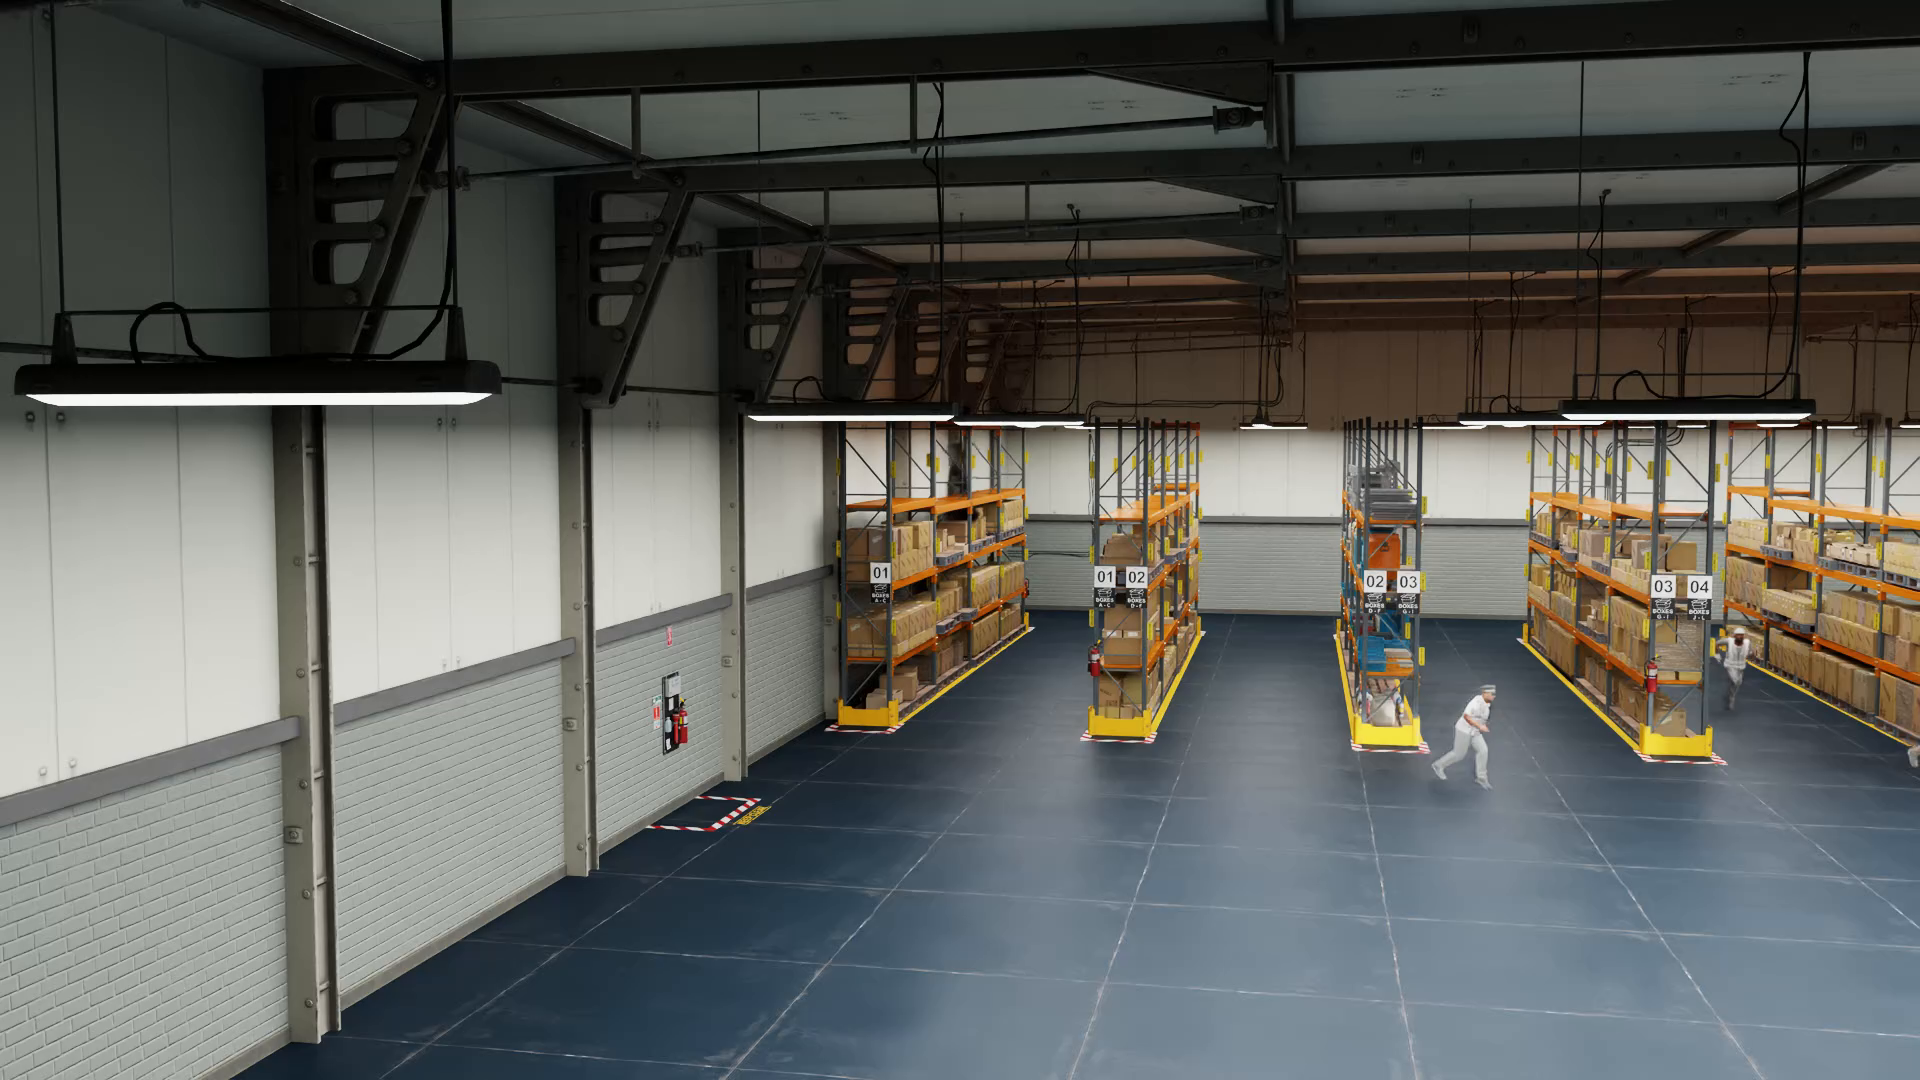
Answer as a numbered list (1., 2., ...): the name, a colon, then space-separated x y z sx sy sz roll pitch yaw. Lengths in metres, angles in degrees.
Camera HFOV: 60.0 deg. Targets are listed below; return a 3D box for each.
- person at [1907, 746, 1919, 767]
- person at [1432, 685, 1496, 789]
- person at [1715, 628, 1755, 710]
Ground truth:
1. person: 16.282 3.087 27.574 0.693 1.690 1.066 -2 4 -24
2. person: 8.179 3.164 26.978 1.024 1.719 0.703 3 5 35
3. person: 15.908 2.627 34.141 0.666 1.703 0.909 0 4 0
